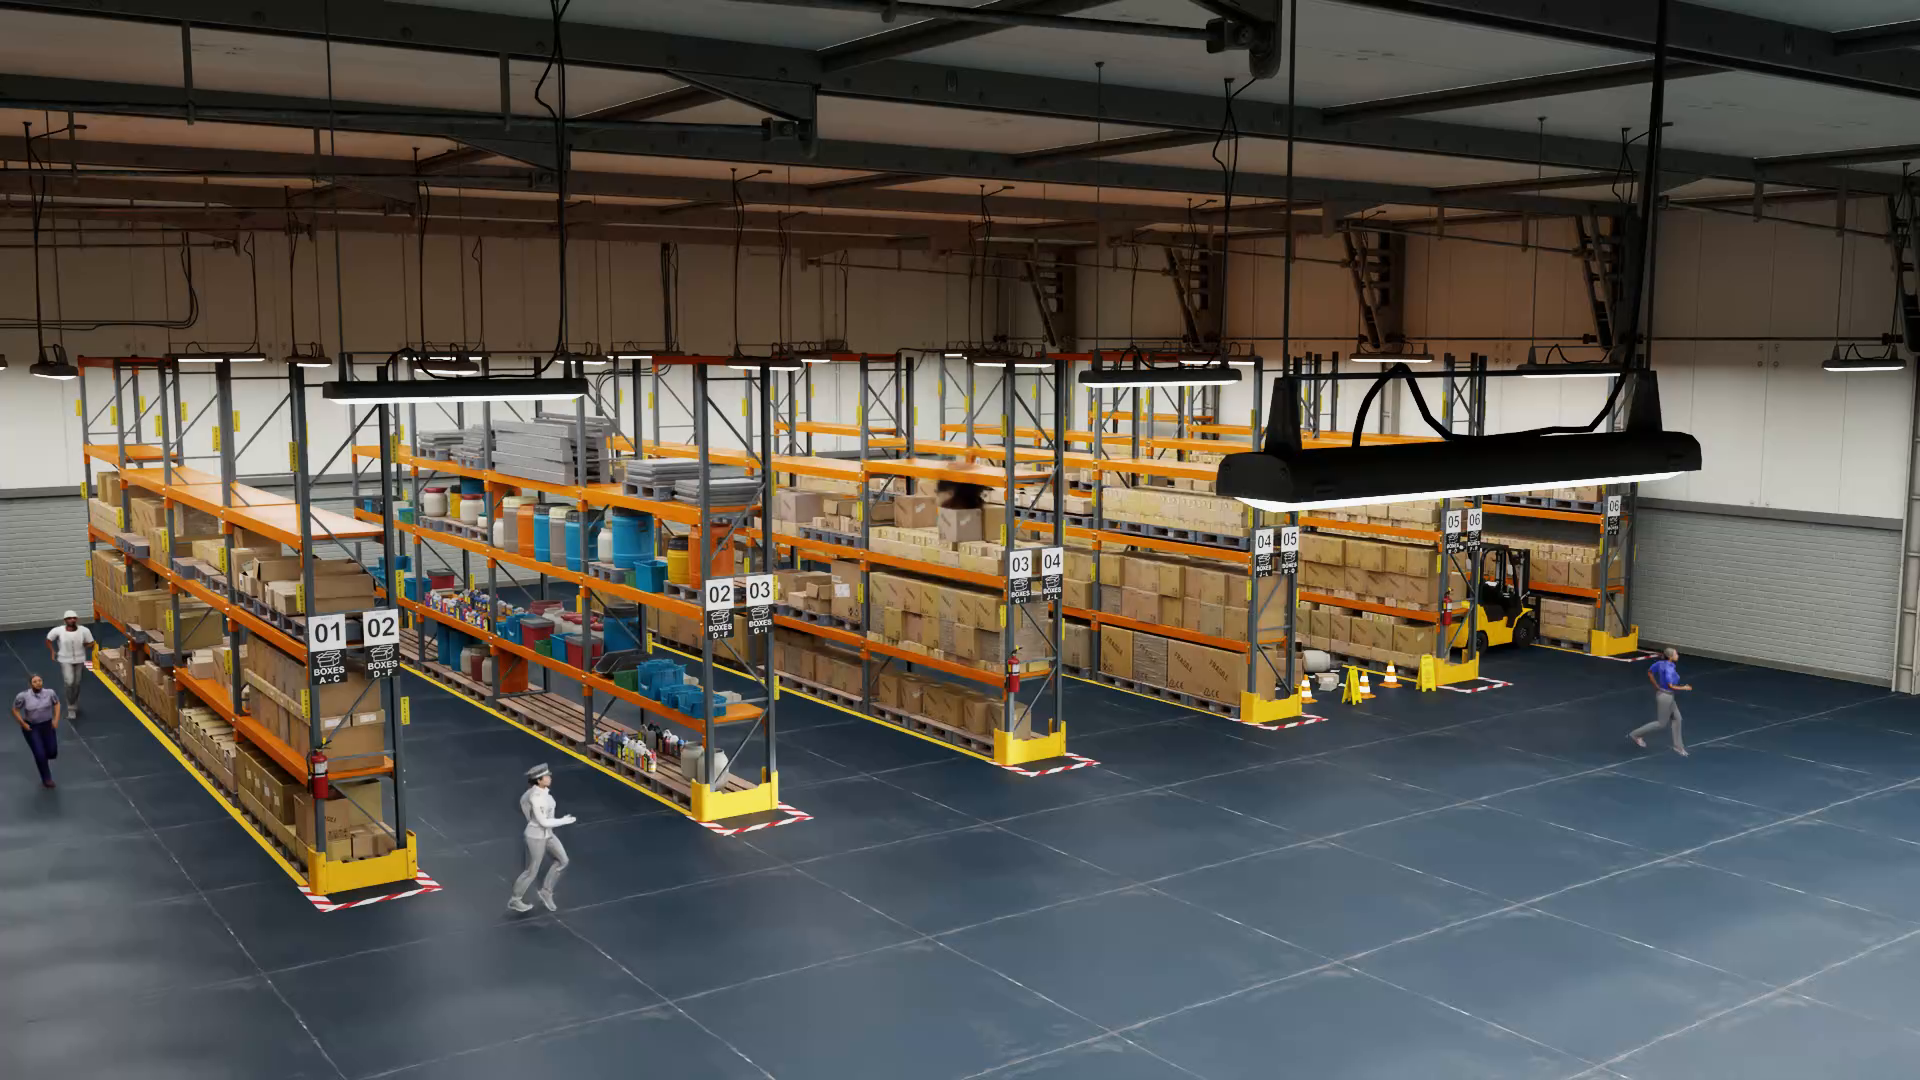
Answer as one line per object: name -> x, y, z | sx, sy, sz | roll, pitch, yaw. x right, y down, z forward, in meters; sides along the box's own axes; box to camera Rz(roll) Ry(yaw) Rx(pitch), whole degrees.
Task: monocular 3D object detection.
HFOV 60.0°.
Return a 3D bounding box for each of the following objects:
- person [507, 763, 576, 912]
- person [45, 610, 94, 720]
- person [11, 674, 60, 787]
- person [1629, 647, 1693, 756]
person -> -4.608, 3.286, 18.304 | 0.778, 1.707, 0.573 | 0, 7, -3
person -> -14.908, 2.079, 27.939 | 0.674, 1.832, 0.785 | -6, 9, -42
person -> -13.116, 2.688, 23.653 | 0.627, 1.619, 0.645 | -6, 9, -42
person -> 10.697, 2.469, 25.342 | 0.894, 1.701, 0.608 | 1, 7, 11
